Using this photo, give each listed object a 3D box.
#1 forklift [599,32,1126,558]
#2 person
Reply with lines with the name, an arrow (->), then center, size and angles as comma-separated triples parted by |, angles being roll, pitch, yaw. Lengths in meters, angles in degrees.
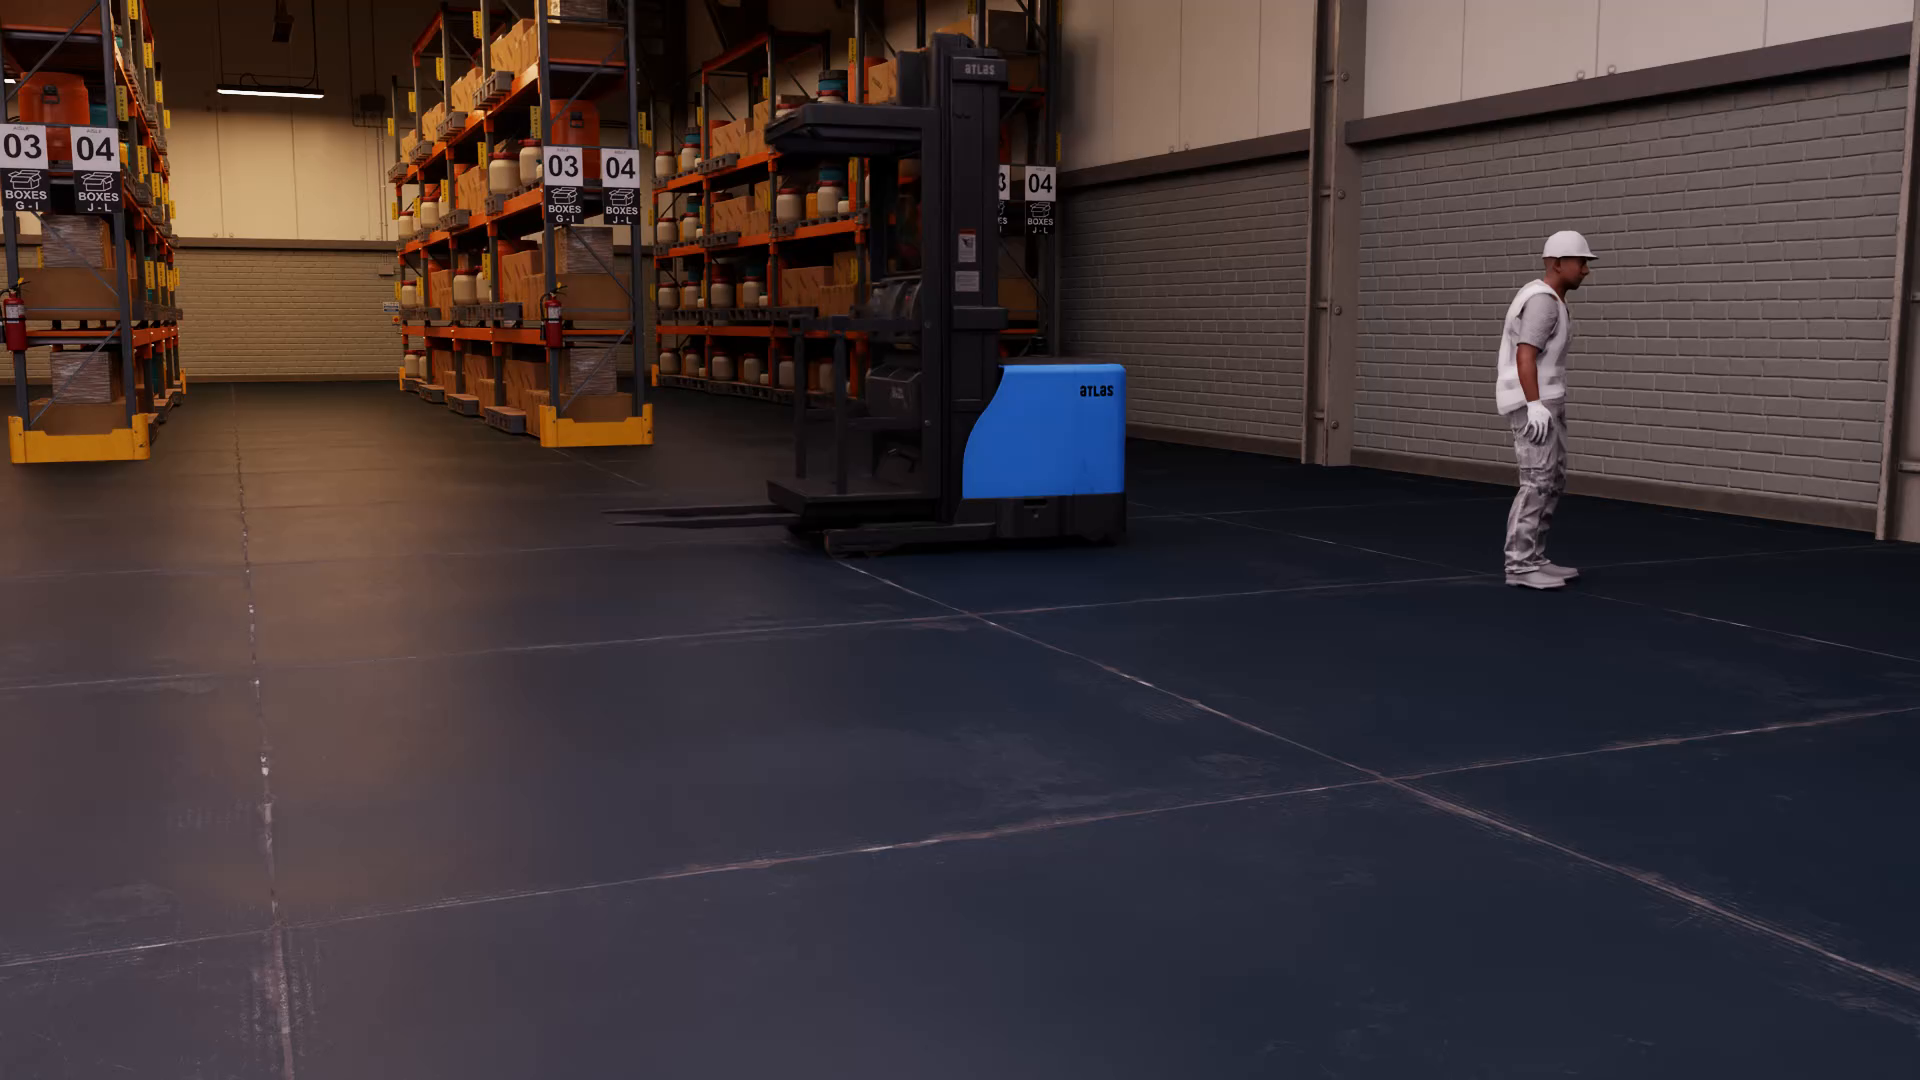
forklift -> -0.576, -1.427, 9.761 | 3.031, 2.935, 1.130 | -3, 8, -19
person -> 2.950, -0.661, 8.401 | 0.453, 1.772, 0.616 | 4, 9, 28
